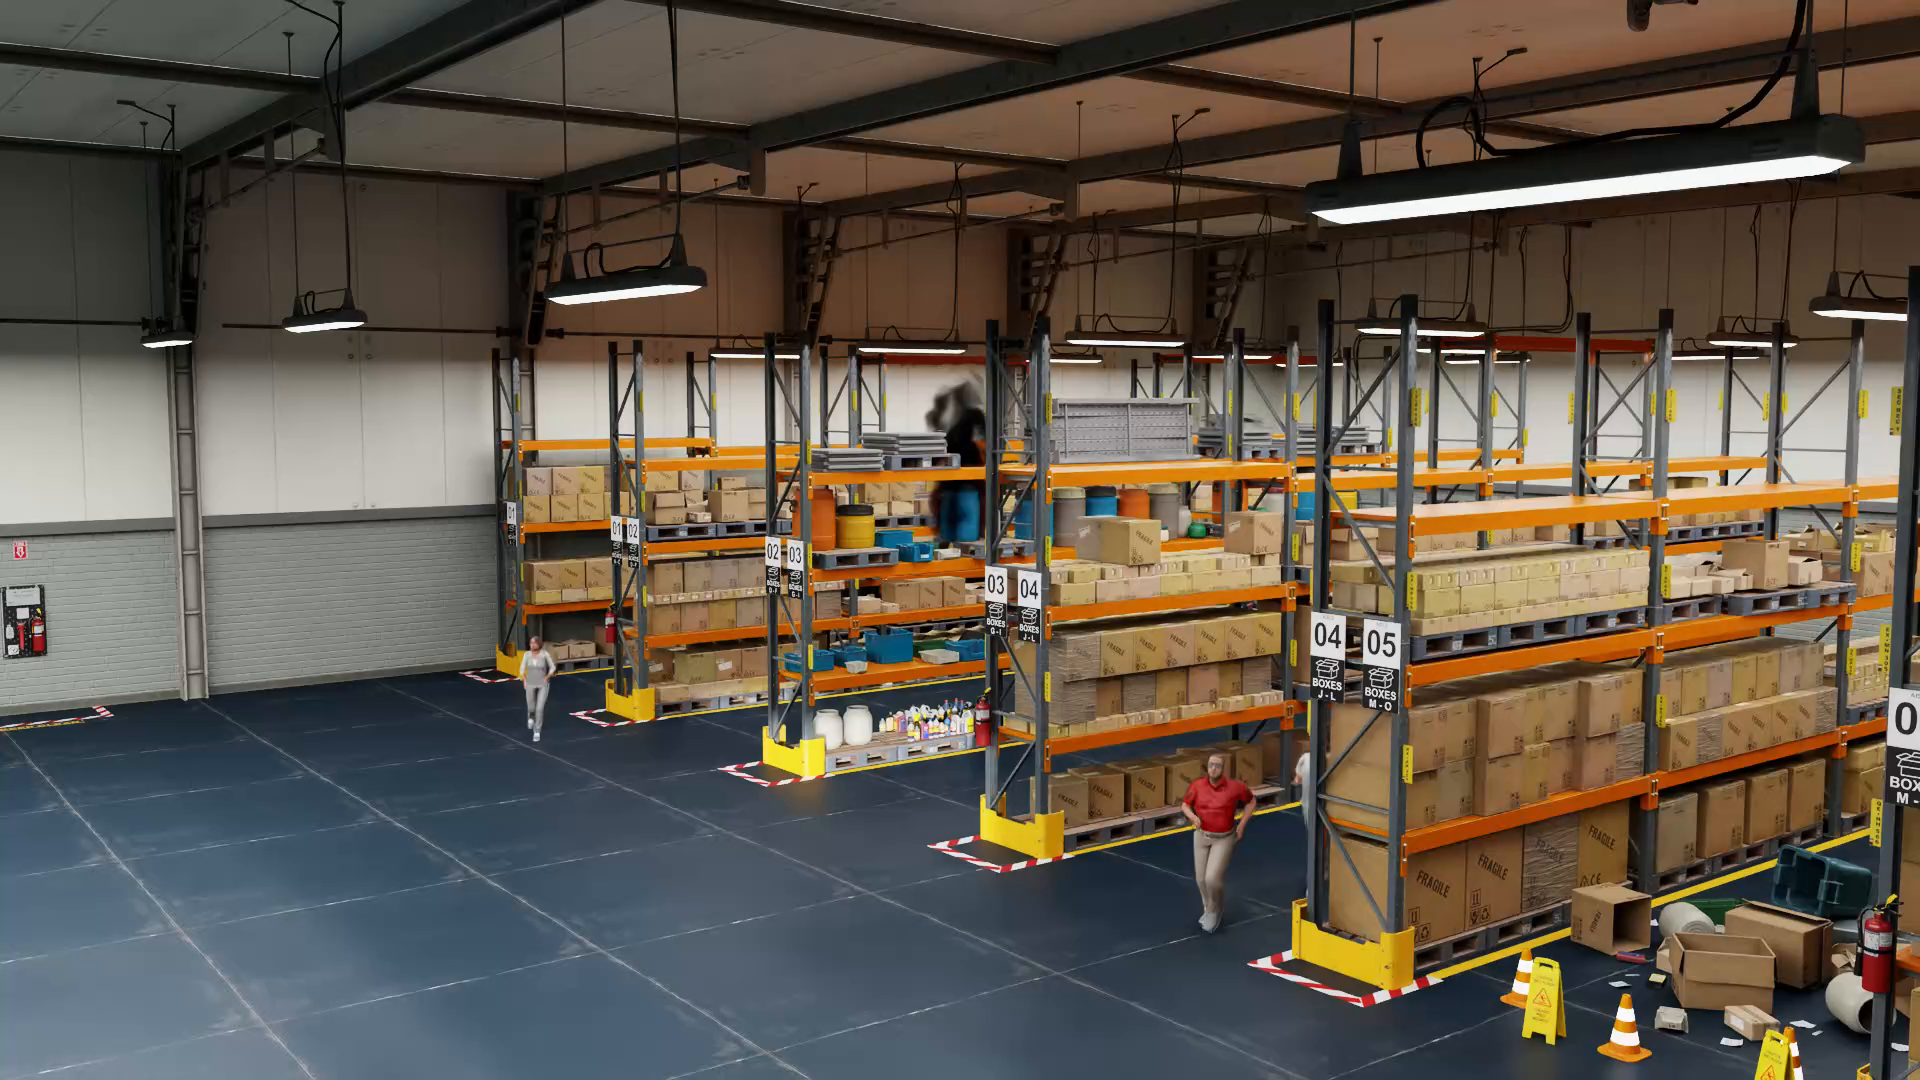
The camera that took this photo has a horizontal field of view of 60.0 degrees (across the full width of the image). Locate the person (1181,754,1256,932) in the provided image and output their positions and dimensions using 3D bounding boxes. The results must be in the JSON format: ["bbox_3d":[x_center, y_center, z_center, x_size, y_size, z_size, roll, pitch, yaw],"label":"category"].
[{"bbox_3d":[2.441,2.918,15.987,0.663,1.741,0.662,3,6,29],"label":"person"}]

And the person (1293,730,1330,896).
[{"bbox_3d":[3.732,2.810,17.314,0.546,1.717,0.720,5,7,44],"label":"person"}]

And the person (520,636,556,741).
[{"bbox_3d":[-6.328,2.208,24.940,0.531,1.572,0.583,-1,5,-7],"label":"person"}]
